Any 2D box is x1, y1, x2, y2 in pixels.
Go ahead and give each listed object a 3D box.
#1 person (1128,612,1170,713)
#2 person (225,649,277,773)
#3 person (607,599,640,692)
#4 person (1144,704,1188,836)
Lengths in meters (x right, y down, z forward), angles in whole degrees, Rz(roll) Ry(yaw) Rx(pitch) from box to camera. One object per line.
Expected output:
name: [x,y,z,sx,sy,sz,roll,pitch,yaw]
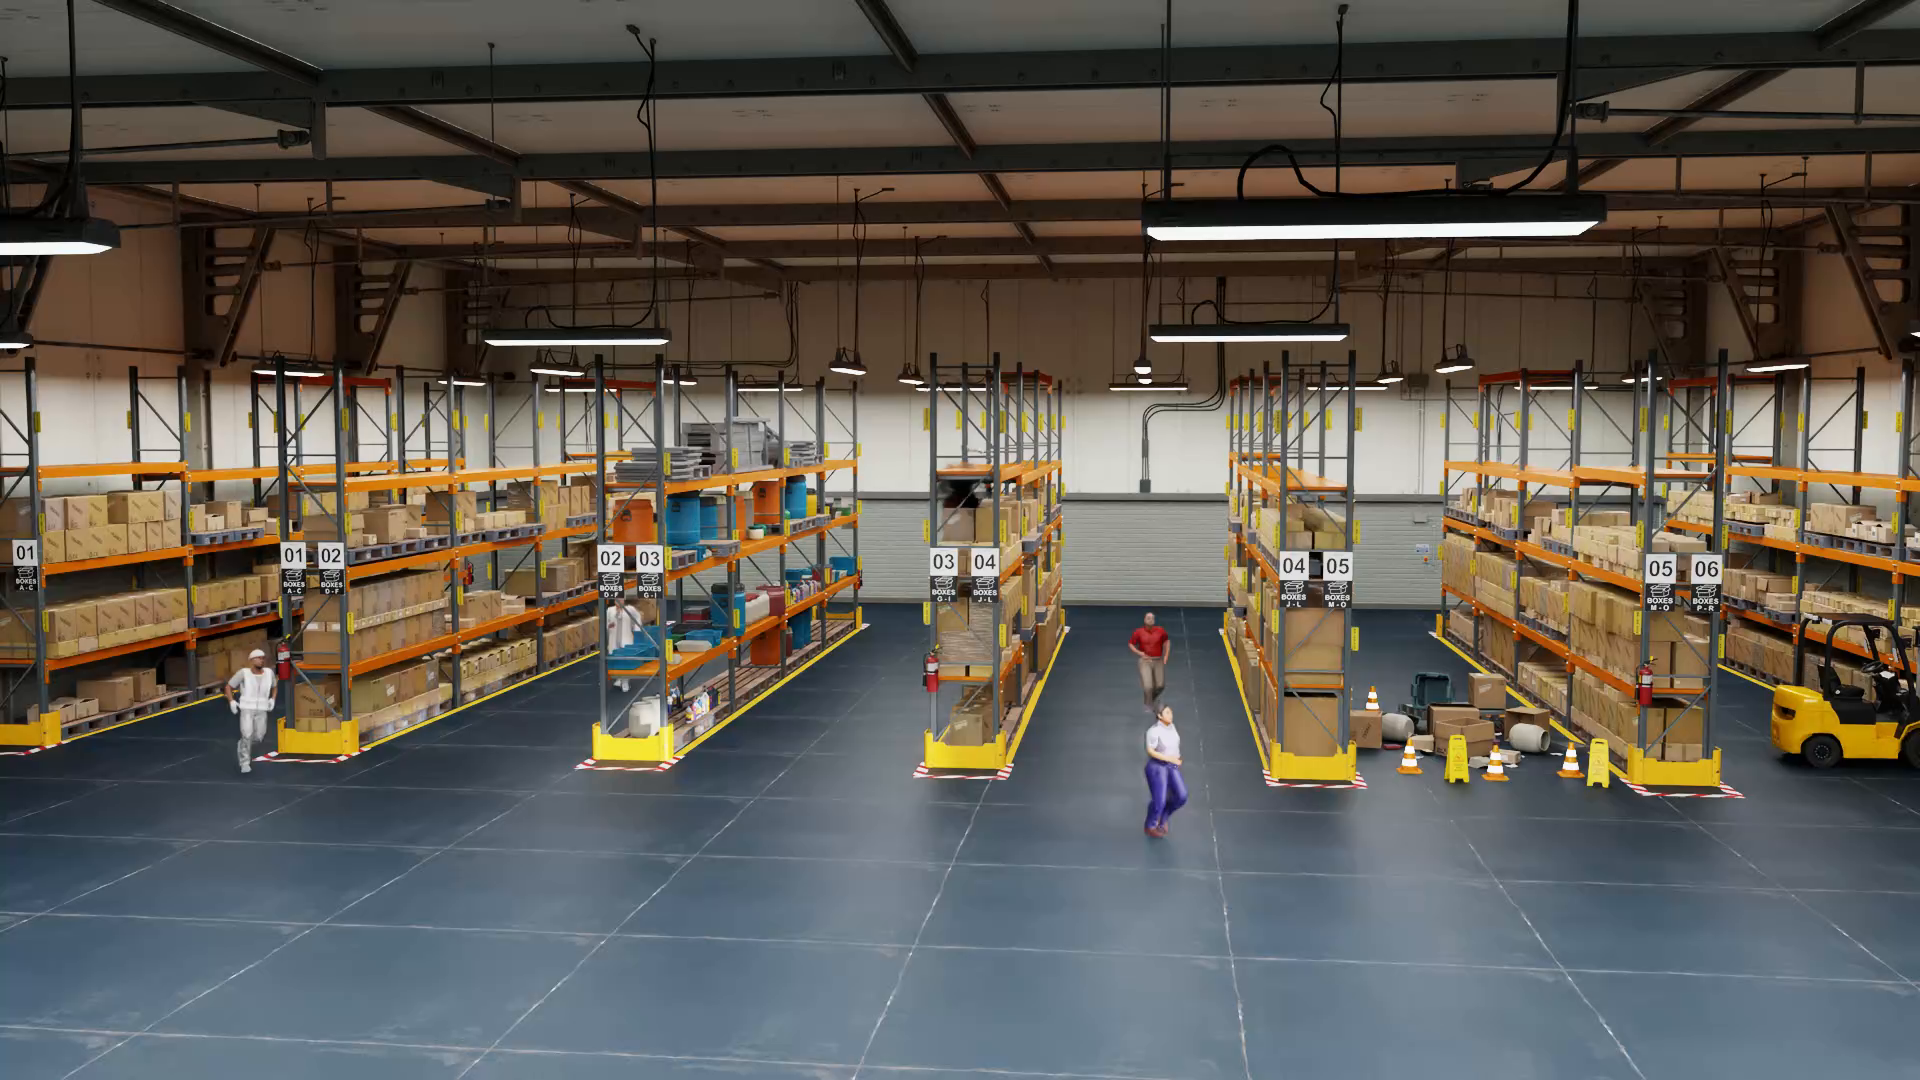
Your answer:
person: [3.116,2.019,27.162,0.719,1.672,0.540,-1,4,-9]
person: [-10.247,2.448,24.095,0.734,1.731,0.688,-4,5,-42]
person: [-6.377,1.918,31.149,0.708,1.857,0.839,0,4,-3]
person: [2.496,2.781,20.027,0.628,1.604,0.600,-4,6,-43]
